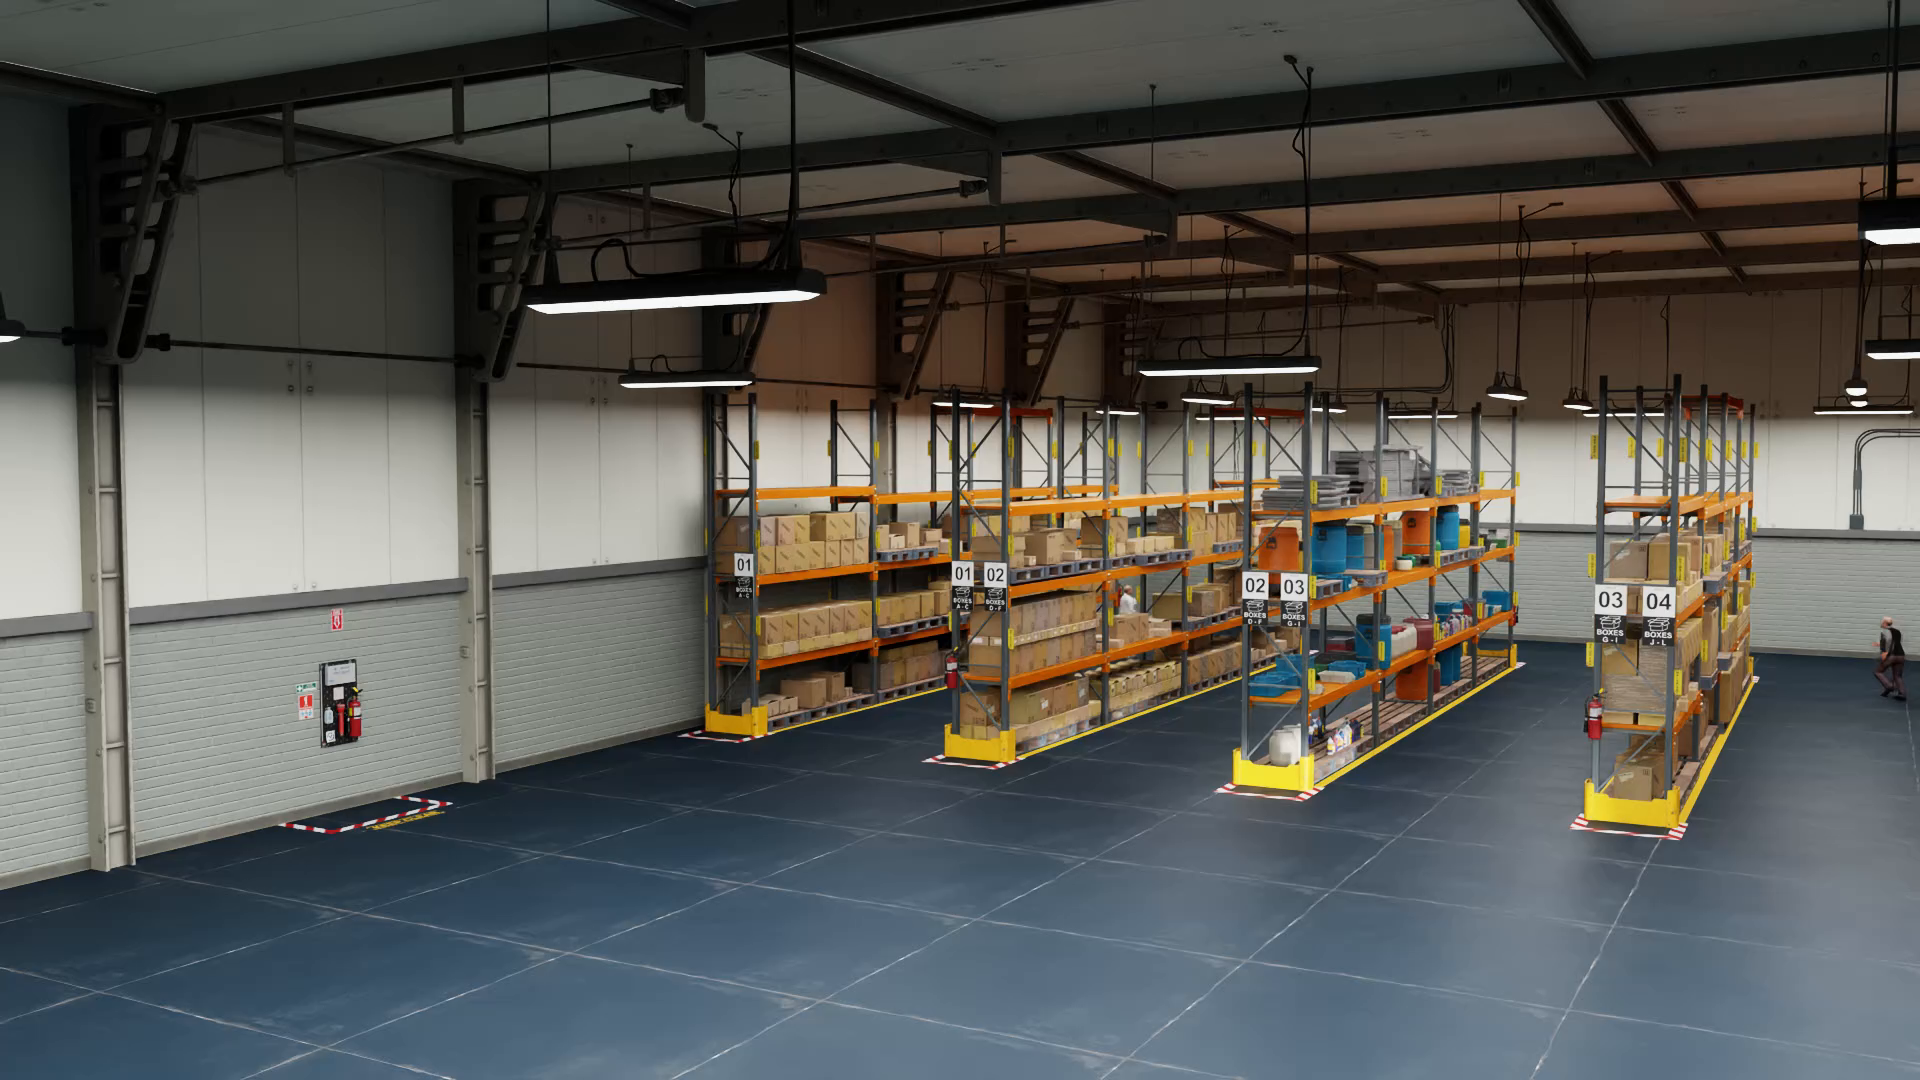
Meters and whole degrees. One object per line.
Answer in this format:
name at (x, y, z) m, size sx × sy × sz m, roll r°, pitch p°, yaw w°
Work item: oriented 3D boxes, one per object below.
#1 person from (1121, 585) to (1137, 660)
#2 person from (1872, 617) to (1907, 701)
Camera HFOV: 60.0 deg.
person at (4.014, 2.072, 39.787) m, size 0.580 × 1.574 × 0.719 m, roll -1°, pitch 3°, yaw -12°
person at (18.783, 2.379, 33.564) m, size 0.568 × 1.622 × 0.856 m, roll 0°, pitch 3°, yaw -6°
